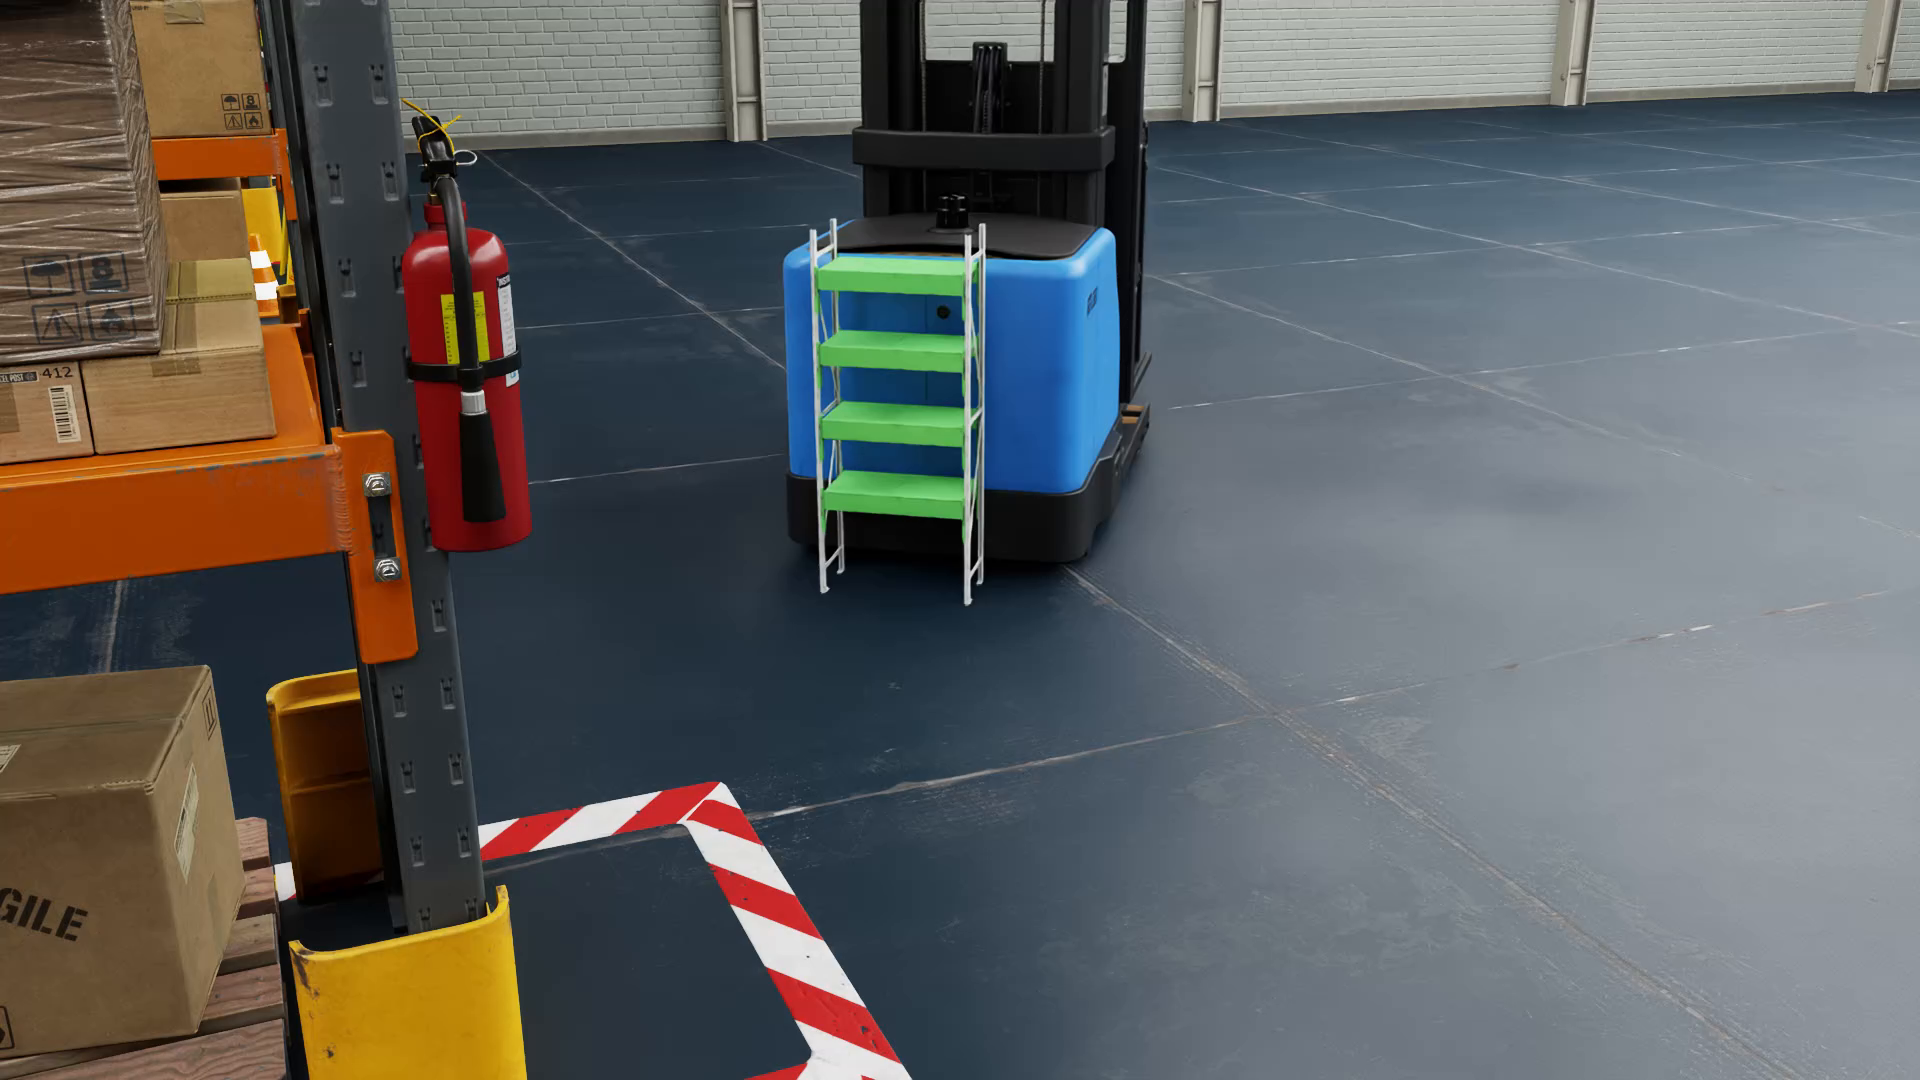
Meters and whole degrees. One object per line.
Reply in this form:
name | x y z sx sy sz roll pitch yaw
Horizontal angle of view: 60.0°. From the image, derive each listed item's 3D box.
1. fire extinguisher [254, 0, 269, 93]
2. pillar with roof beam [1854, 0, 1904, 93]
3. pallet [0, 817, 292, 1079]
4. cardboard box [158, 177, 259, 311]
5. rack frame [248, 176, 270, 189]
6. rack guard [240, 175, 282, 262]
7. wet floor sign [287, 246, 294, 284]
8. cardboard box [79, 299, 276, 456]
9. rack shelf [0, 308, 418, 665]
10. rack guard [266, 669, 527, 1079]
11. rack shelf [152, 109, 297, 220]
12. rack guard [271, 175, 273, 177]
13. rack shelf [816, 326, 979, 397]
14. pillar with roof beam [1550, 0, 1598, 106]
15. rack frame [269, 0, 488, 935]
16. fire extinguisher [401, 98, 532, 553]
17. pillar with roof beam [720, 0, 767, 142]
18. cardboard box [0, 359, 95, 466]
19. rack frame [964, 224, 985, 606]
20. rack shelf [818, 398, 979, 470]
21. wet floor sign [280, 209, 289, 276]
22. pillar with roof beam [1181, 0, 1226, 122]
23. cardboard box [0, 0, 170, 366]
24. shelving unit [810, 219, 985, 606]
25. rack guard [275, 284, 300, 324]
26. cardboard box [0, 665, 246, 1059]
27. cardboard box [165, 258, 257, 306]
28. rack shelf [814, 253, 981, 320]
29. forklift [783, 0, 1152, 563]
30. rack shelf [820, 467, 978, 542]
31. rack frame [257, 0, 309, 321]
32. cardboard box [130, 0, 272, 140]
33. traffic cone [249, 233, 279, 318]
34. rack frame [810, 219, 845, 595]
fire extinguisher | -4.694 -3.346 11.124 0.183 0.674 0.296 -8 21 -22
pillar with roof beam | 15.795 -9.878 20.527 0.400 9.000 9.100 -8 21 -22
pallet | -1.886 0.936 3.046 1.213 0.211 1.003 -8 21 -22
cardboard box | -3.524 -1.098 7.191 0.875 0.875 0.875 -8 21 -22
rack frame | -4.981 -3.508 11.467 0.127 3.000 1.000 -8 21 -22
rack guard | -5.051 -2.319 11.854 0.348 0.500 1.175 -8 21 -22
wet floor sign | -3.686 -1.508 9.335 0.232 0.644 0.267 -12 23 -31
cardboard box | -1.236 -0.267 2.641 0.250 0.149 0.380 -8 21 -22
rack shelf | -2.892 0.117 2.257 4.000 0.370 1.077 -8 21 -22
rack guard | -1.126 0.704 3.271 0.348 0.500 1.175 -8 21 -22
rack shelf | -4.764 -1.409 6.590 4.000 0.370 1.077 -8 21 -22
rack guard | -6.929 -3.845 16.189 0.348 0.500 1.175 -8 21 -22
rack shelf | -0.192 -0.573 5.314 0.480 0.148 0.258 4 20 12
pillar with roof beam | 10.286 -9.089 18.286 0.400 9.000 9.100 -8 21 -22
rack frame | -1.056 -0.486 2.884 0.127 3.000 1.000 -8 21 -22
fire extinguisher | -0.768 -0.324 2.541 0.183 0.674 0.296 -8 21 -22
pillar with roof beam | -0.733 -7.510 13.802 0.400 9.000 9.100 -8 21 -22
cardboard box | -1.466 -0.234 2.548 0.250 0.149 0.380 -8 21 -22
rack frame | 0.047 -0.390 5.323 0.015 1.200 0.240 4 20 12
rack shelf | -0.192 -0.347 5.393 0.480 0.148 0.258 4 20 12
wet floor sign | -4.383 -2.096 11.003 0.232 0.644 0.267 -1 19 -3
pillar with roof beam | 4.776 -8.300 16.044 0.400 9.000 9.100 -8 21 -22
cardboard box | -1.572 -0.609 2.637 0.500 0.500 0.875 -8 21 -22
shelving unit | -0.192 -0.407 5.372 0.503 1.200 0.258 4 20 12
rack guard | -2.906 -0.835 7.642 0.348 0.500 1.175 -8 21 -22
cardboard box | -1.636 0.572 3.011 0.500 0.500 0.500 -4 20 -12
cardboard box | -1.412 -0.402 3.026 0.250 0.149 0.380 -8 21 -22
rack shelf | -0.192 -0.800 5.234 0.480 0.148 0.258 4 20 12
forklift | 0.212 -1.760 6.607 1.130 2.935 3.031 4 20 12
rack shelf | -0.192 -0.121 5.473 0.480 0.148 0.258 4 20 12
rack frame | -2.928 -2.011 7.218 0.127 3.000 1.000 -8 21 -22
cardboard box | -3.251 -2.019 7.015 0.550 0.550 0.875 -8 21 -22
traffic cone | -4.113 -1.567 9.776 0.334 0.463 0.336 -8 21 -22
rack frame | -0.430 -0.425 5.421 0.015 1.200 0.240 4 20 12
